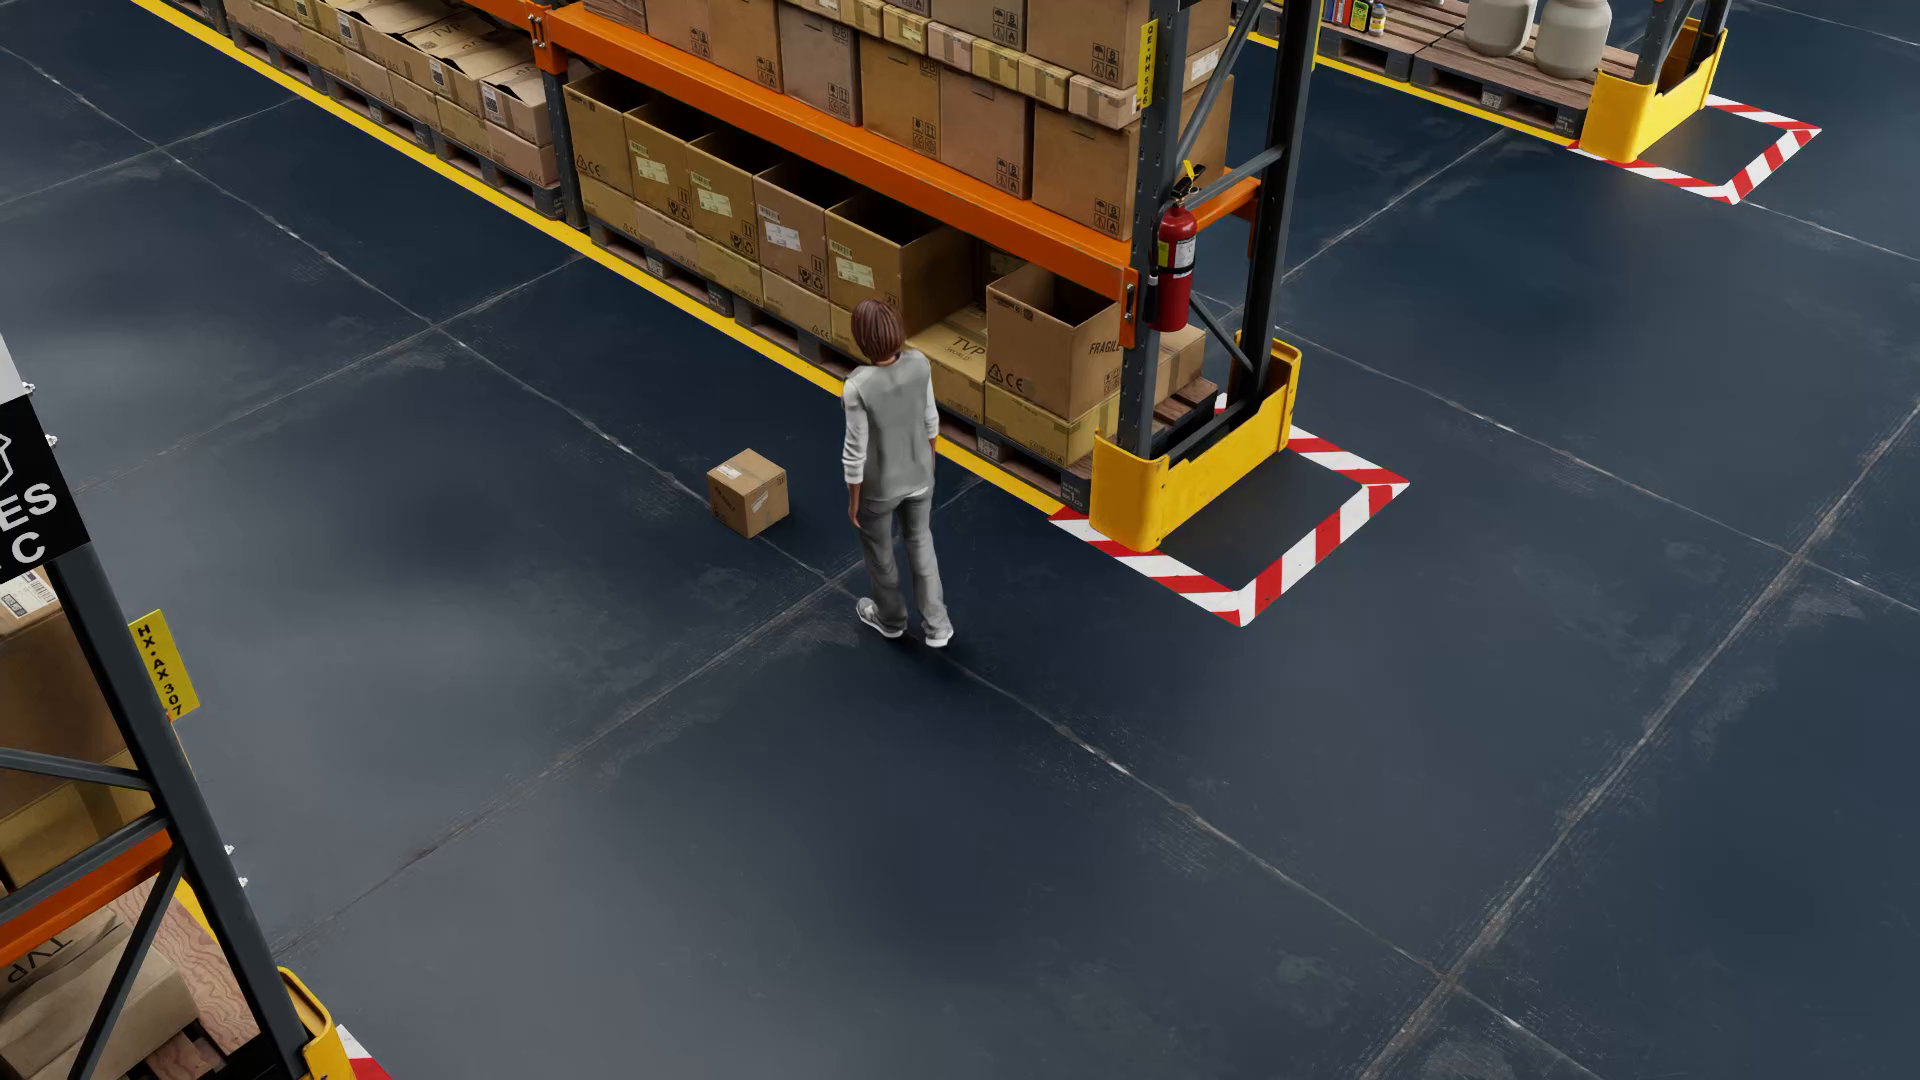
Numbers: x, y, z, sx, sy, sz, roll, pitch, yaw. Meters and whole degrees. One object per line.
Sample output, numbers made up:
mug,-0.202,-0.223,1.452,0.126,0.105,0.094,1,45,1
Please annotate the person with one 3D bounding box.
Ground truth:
person,-0.247,-0.204,6.400,0.436,1.597,0.526,-21,44,-23
